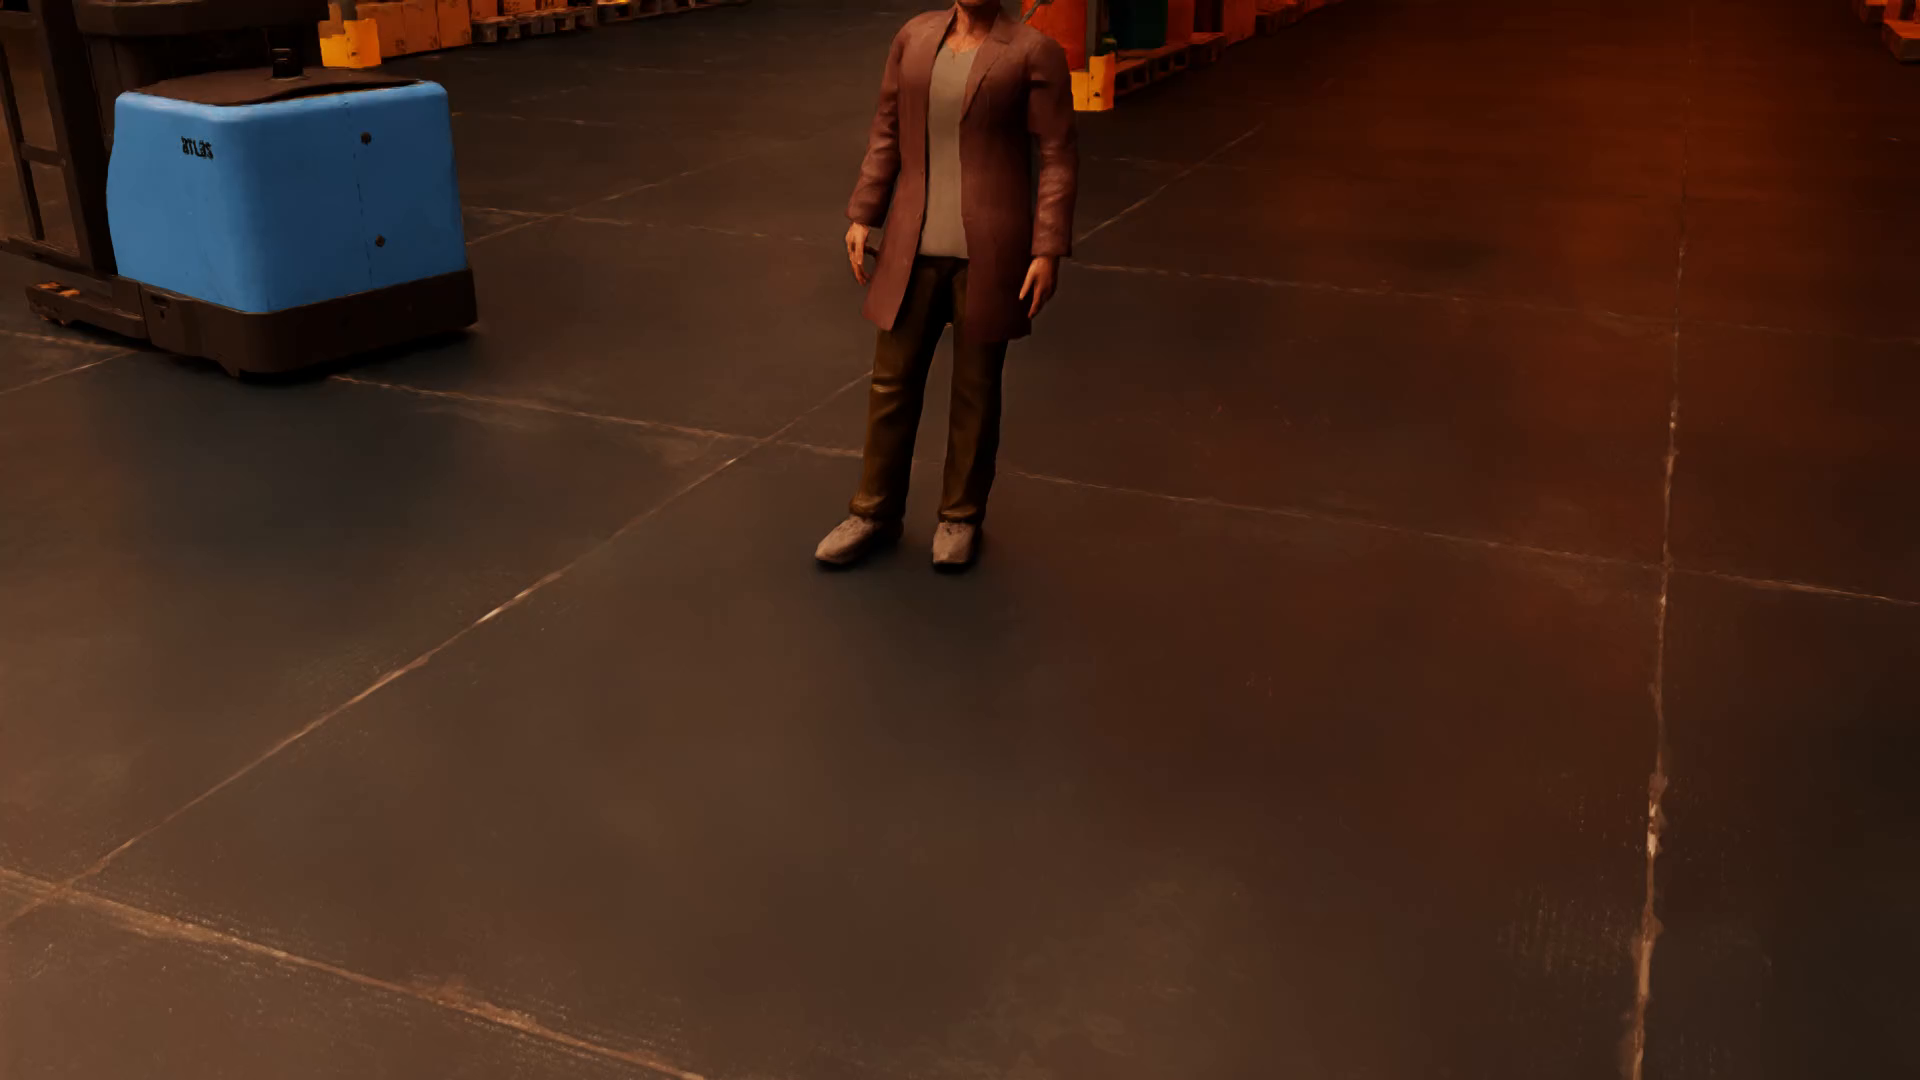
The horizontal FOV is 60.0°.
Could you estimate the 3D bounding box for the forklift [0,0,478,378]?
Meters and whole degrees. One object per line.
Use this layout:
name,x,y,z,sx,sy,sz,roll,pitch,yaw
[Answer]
forklift,-3.548,-2.433,7.113,3.031,2.935,1.130,17,28,35

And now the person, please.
person,-0.039,-0.795,4.671,0.694,1.776,0.580,9,24,21
